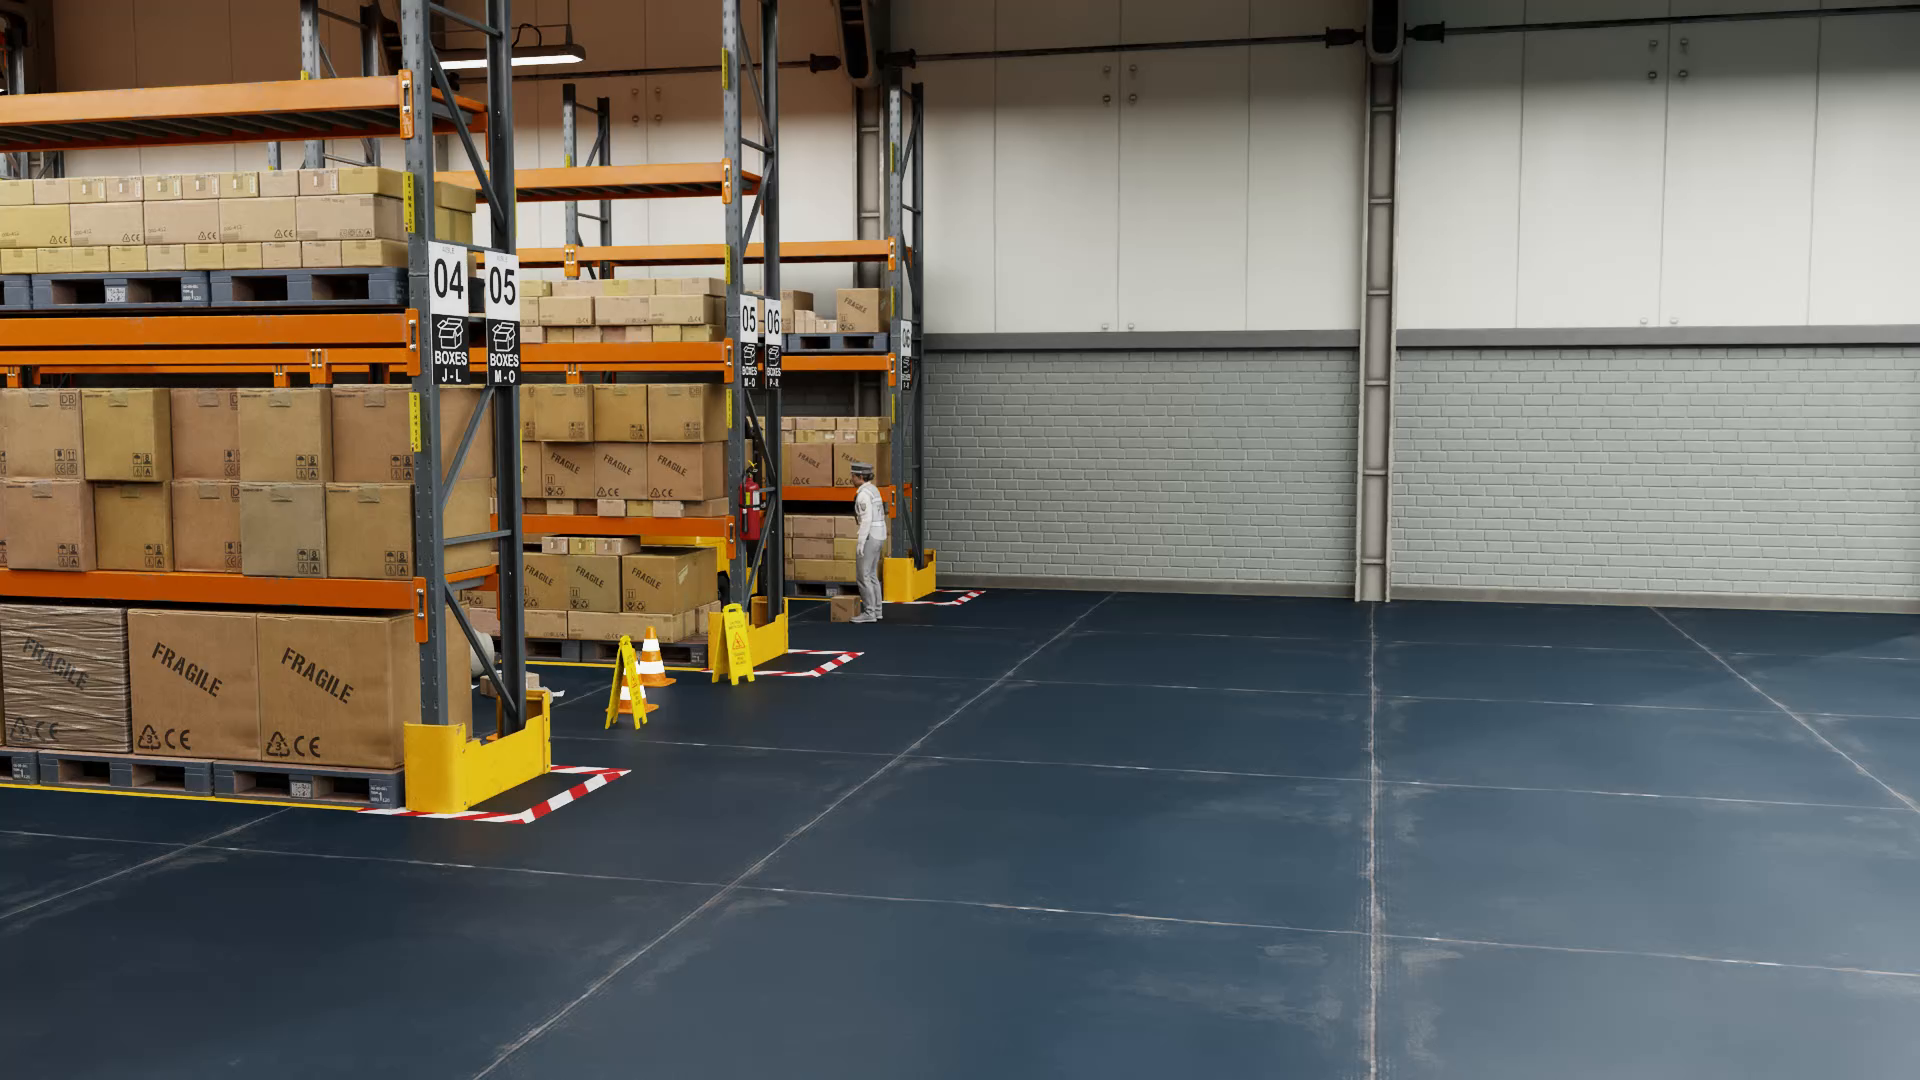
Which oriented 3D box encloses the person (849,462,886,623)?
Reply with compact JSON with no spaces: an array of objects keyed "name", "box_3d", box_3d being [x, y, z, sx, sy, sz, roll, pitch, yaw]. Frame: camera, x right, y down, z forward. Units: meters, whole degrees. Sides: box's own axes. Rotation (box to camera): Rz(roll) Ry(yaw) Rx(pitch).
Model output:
[{"name":"person","box_3d":[-0.968,0.020,17.296,0.378,1.663,0.533,1,5,14]}]
